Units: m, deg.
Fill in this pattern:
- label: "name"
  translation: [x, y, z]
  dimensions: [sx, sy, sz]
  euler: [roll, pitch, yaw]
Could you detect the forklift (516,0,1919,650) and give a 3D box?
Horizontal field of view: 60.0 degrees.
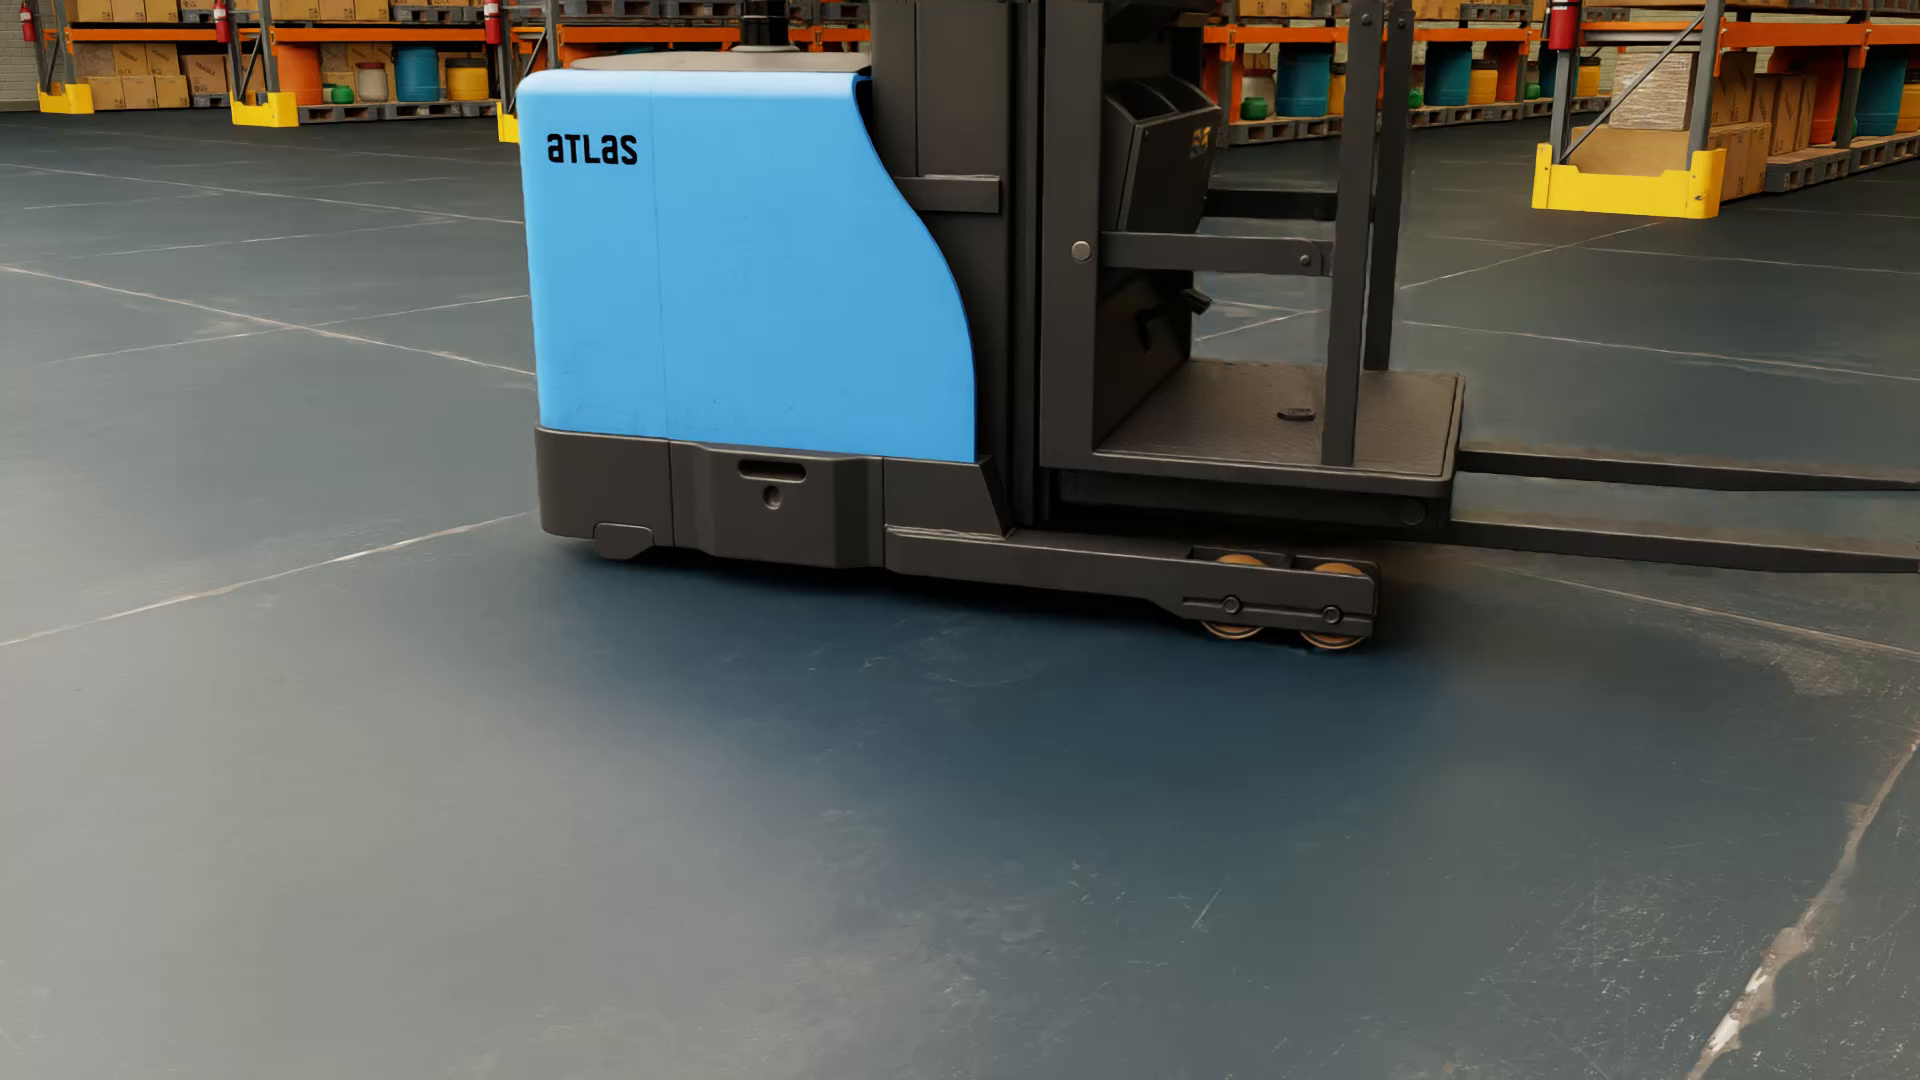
- label: "forklift"
  translation: [0.616, -1.361, 3.381]
  dimensions: [3.031, 2.935, 1.130]
  euler: [5, 18, 17]
